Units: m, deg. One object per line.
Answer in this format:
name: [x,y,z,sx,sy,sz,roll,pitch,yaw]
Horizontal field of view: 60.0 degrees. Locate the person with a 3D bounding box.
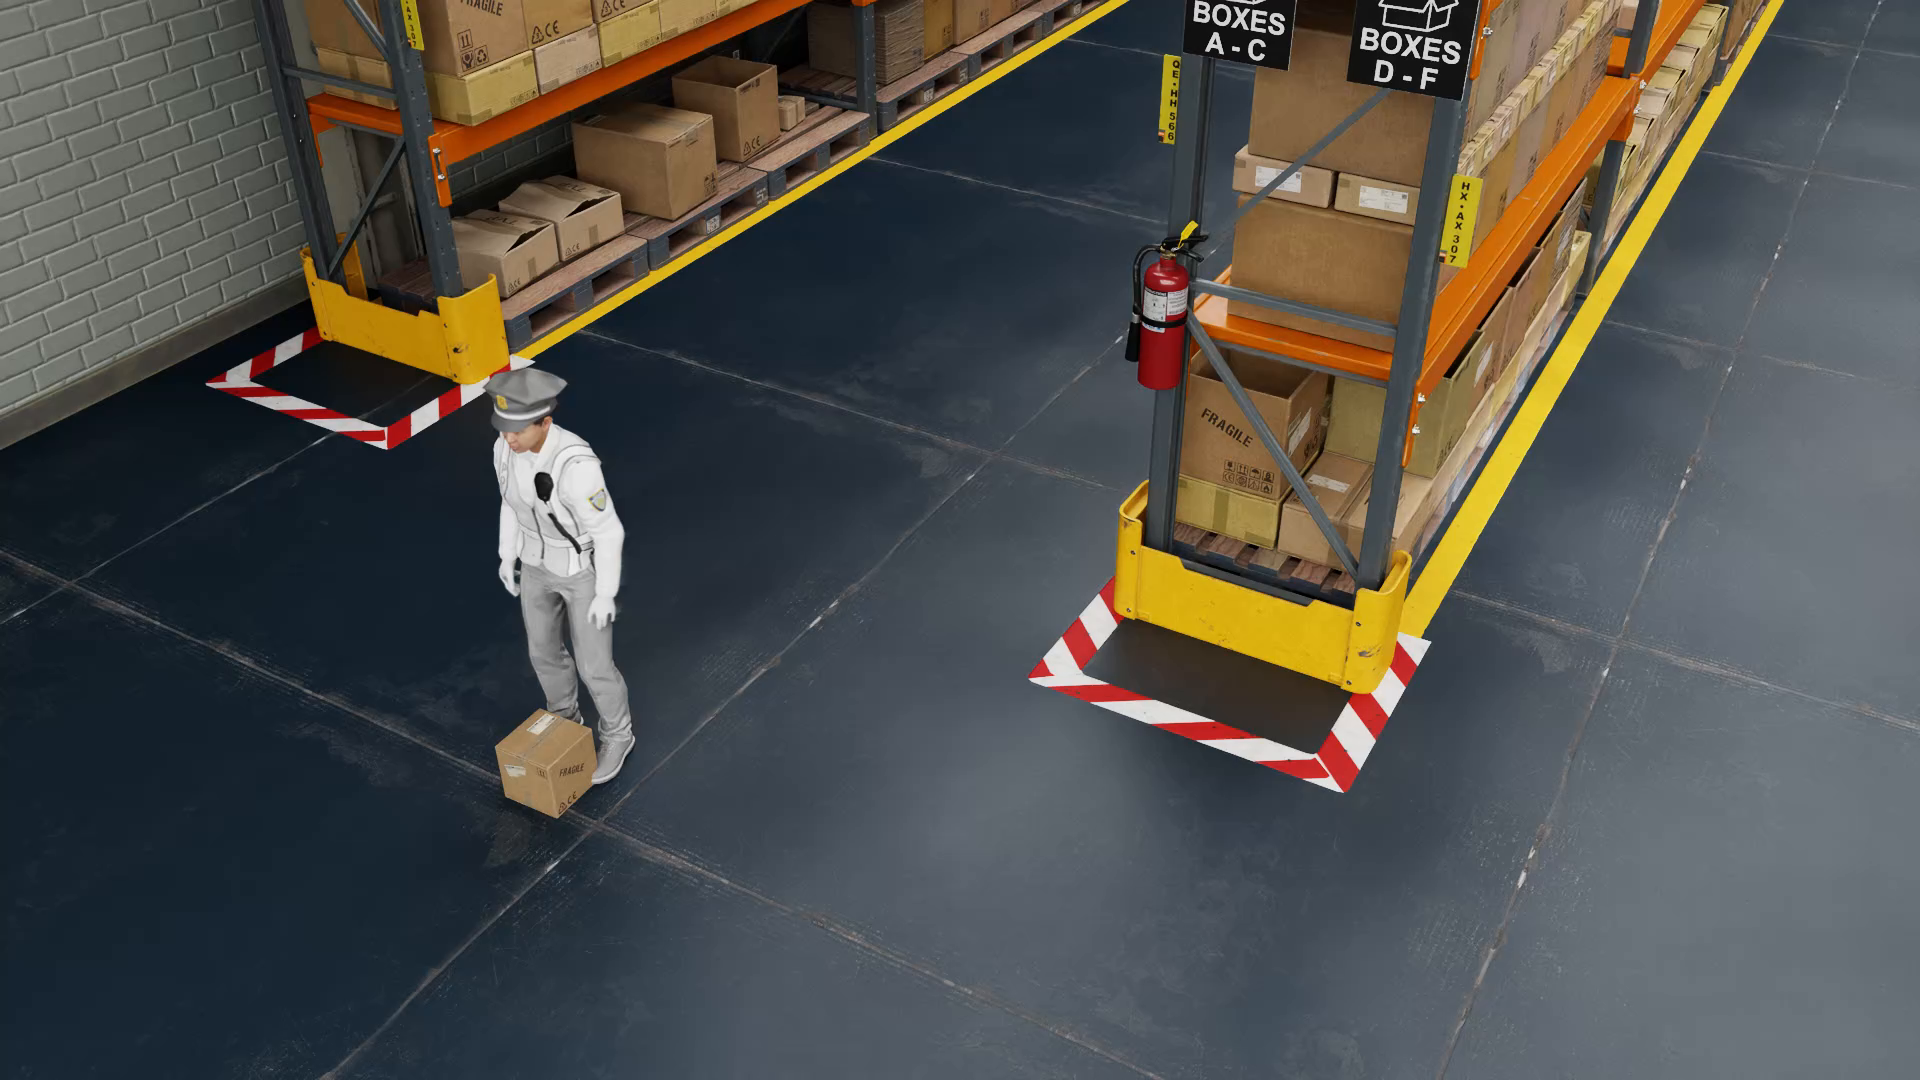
person: [-1.422,0.125,5.956,0.529,1.663,0.371,18,38,25]
